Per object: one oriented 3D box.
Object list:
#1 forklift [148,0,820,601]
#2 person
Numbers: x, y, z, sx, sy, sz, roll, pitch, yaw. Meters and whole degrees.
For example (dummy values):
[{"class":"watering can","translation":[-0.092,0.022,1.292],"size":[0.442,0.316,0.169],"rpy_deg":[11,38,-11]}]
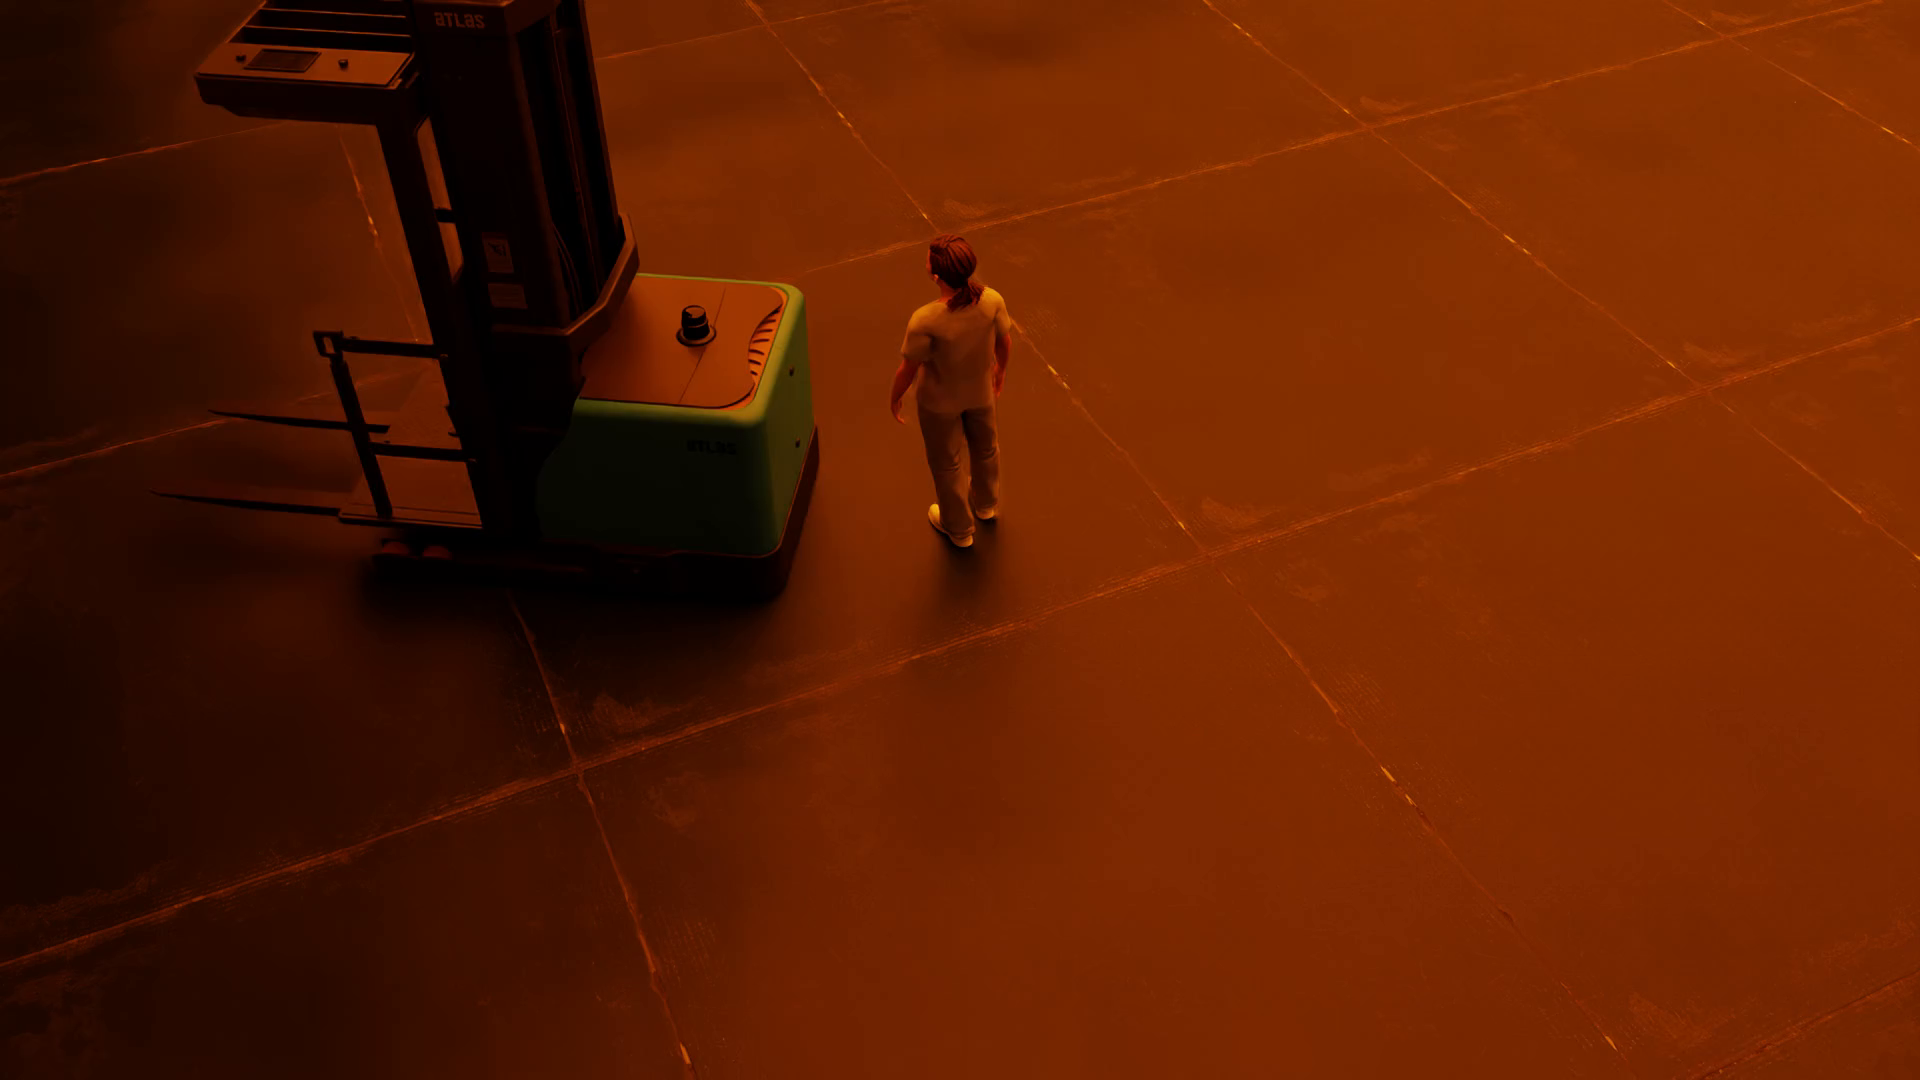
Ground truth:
[{"class":"forklift","translation":[-2.242,-1.239,7.008],"size":[3.031,2.935,1.130],"rpy_deg":[5,43,5]},{"class":"person","translation":[-0.051,-0.668,7.315],"size":[0.571,1.675,0.521],"rpy_deg":[-19,46,-19]}]
